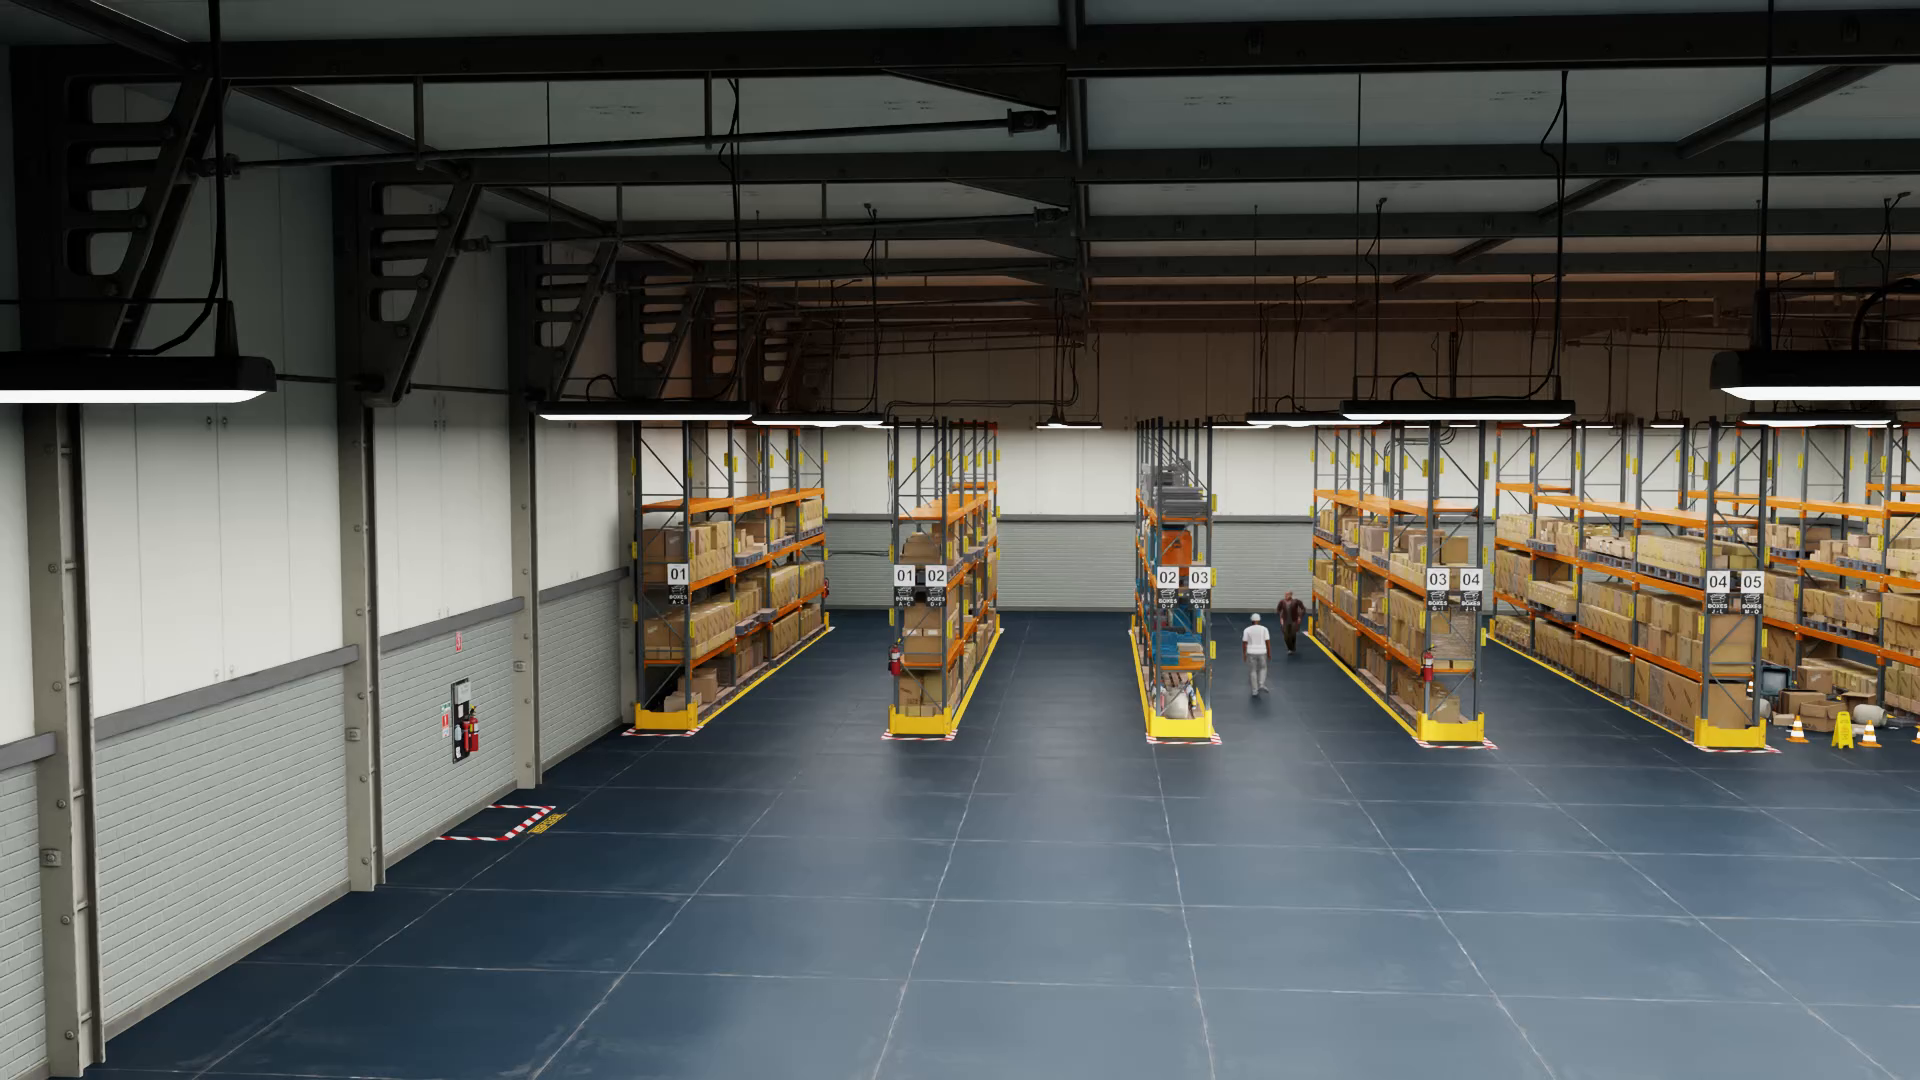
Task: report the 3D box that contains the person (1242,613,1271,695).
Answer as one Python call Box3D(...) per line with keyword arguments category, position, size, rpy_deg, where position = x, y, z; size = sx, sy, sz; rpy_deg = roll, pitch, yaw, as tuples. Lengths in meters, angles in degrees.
Box3D(category="person", position=(6.450, 2.474, 36.152), size=(0.612, 1.753, 0.466), rpy_deg=(1, 4, 11))

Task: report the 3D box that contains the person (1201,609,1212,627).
Box3D(category="person", position=(6.988, 1.702, 48.719), size=(0.947, 1.634, 0.509), rpy_deg=(2, 4, 29))

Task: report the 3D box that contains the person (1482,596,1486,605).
Box3D(category="person", position=(14.594, 1.808, 47.323), size=(0.827, 1.644, 0.500), rpy_deg=(-2, 4, -32))

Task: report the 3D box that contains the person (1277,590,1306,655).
Box3D(category="person", position=(8.497, 2.106, 42.644), size=(0.751, 1.686, 0.628), rpy_deg=(1, 4, 16))
